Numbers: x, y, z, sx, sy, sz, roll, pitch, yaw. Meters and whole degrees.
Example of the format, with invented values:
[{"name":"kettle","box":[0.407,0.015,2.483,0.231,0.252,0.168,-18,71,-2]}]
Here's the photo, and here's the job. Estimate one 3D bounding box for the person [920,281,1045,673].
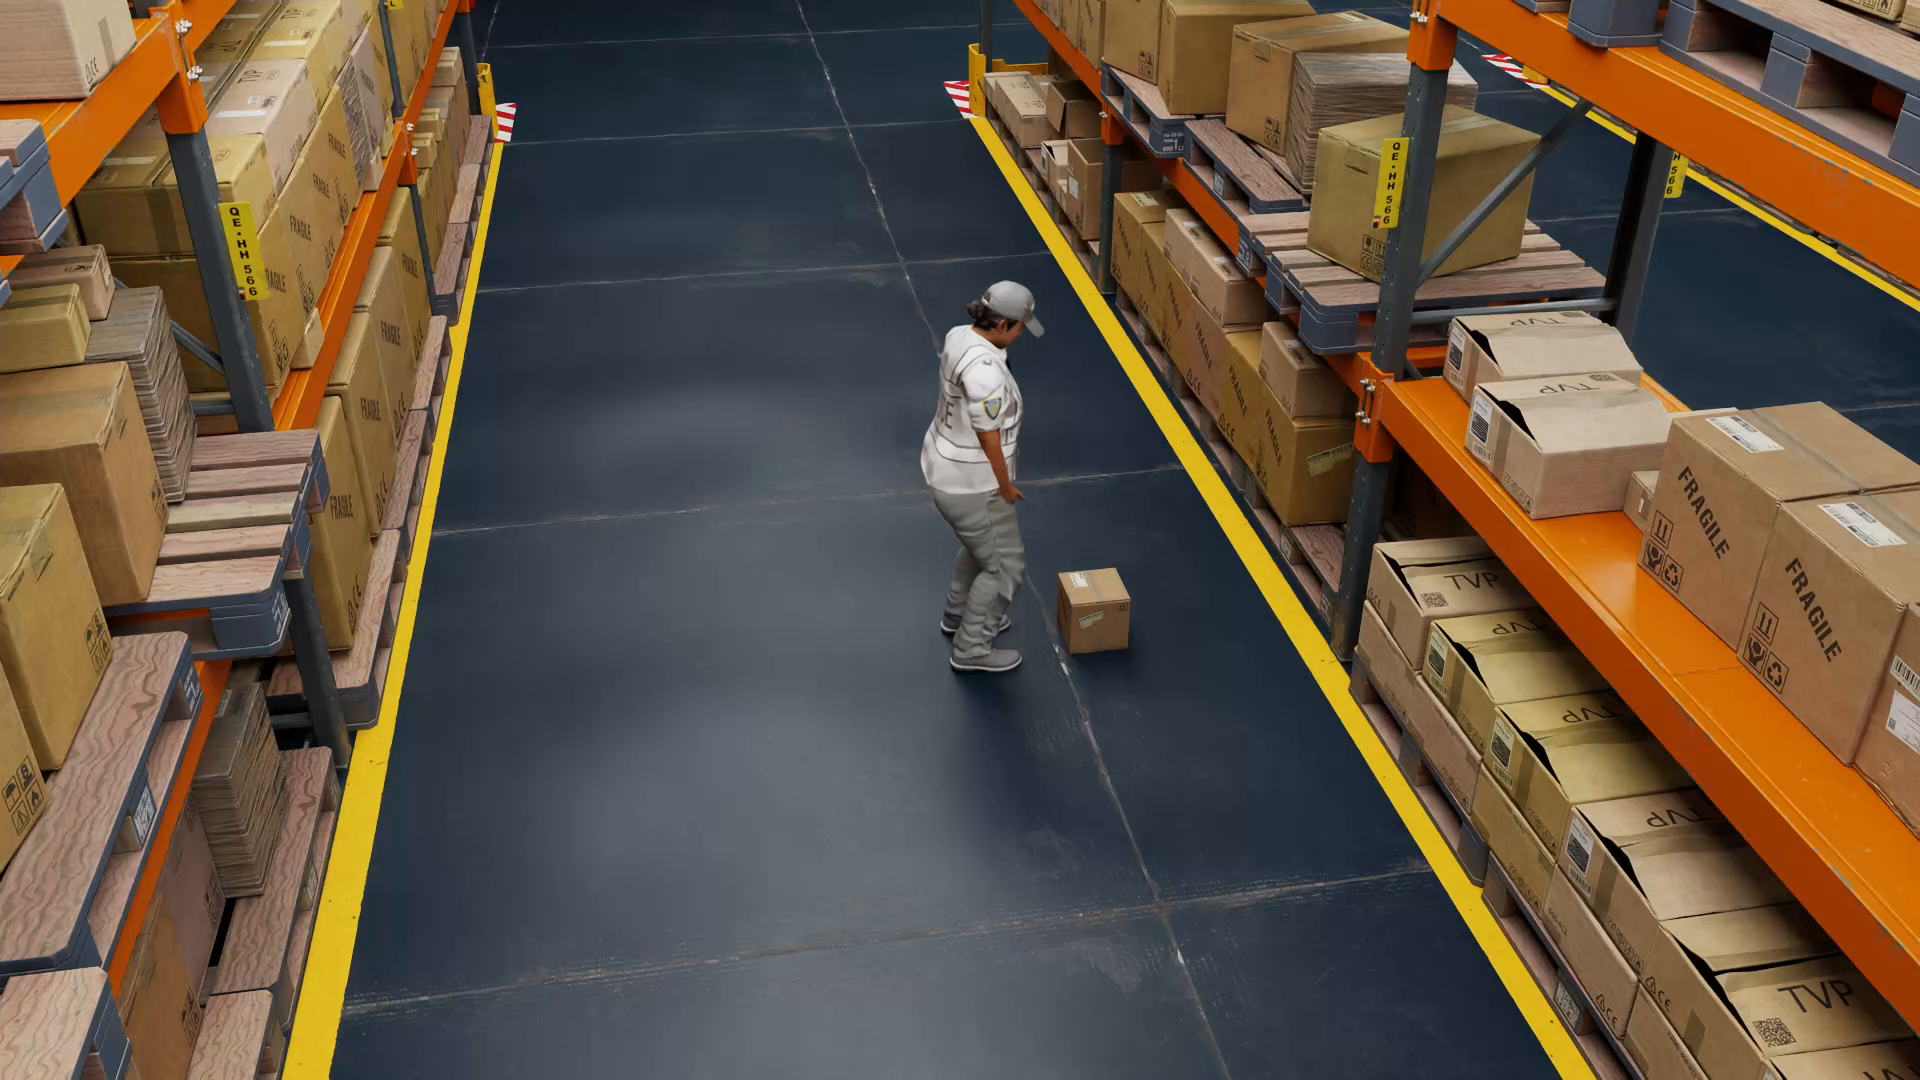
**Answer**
[{"name":"person","box":[0.087,-0.259,6.621,0.479,1.620,0.496,-5,31,-8]}]
